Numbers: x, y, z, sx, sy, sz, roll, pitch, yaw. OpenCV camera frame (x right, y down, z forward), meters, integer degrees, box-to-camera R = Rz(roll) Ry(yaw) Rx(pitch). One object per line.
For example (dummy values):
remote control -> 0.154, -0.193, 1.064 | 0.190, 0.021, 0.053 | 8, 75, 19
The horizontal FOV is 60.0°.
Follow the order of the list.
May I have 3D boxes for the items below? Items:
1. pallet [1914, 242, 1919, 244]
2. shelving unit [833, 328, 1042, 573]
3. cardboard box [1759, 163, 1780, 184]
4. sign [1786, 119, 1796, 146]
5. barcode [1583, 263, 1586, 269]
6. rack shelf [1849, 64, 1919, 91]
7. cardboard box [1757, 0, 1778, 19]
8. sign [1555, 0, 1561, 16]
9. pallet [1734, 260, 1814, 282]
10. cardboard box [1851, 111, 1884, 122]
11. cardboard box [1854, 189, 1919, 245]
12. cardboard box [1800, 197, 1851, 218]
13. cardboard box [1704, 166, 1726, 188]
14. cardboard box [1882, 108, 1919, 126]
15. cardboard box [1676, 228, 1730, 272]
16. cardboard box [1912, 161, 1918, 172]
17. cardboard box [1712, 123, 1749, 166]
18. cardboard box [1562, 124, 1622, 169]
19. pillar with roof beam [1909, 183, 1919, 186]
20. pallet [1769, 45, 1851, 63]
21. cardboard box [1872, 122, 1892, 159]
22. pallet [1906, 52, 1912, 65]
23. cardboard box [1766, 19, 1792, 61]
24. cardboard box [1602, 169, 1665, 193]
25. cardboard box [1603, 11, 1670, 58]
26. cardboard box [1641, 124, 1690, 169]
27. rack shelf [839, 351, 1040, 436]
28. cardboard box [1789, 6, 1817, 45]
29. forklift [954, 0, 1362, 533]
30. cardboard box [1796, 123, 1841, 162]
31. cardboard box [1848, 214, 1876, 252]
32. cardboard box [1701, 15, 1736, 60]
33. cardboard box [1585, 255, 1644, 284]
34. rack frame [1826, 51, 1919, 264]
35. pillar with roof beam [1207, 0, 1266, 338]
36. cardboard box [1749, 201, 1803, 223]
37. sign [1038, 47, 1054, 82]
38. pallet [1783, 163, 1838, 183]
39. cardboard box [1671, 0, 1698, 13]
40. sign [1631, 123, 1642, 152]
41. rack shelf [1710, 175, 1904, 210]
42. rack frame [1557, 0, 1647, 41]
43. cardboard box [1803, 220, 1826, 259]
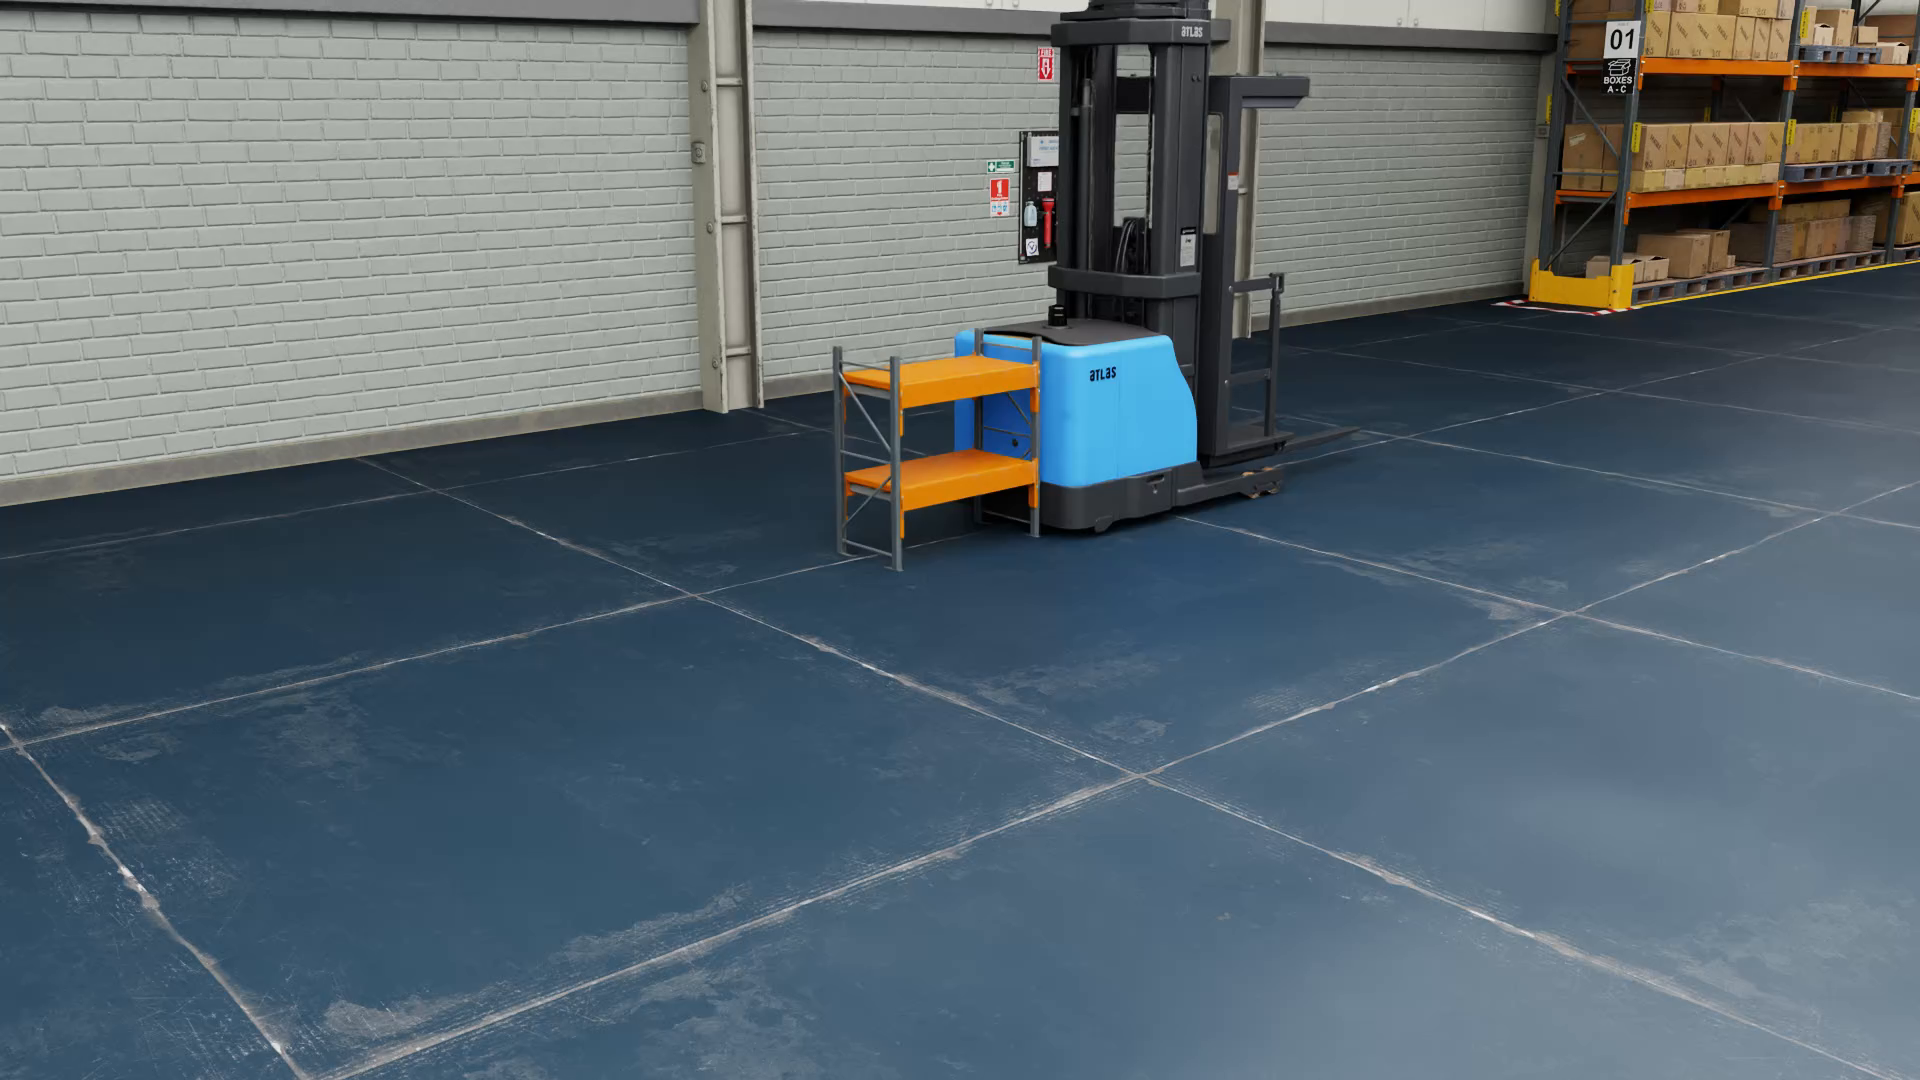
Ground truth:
pallet -> 14.892, -4.577, 25.976 | 1.213, 0.211, 1.003 | -13, 19, -39
shelving unit -> -0.111, -0.513, 8.992 | 1.048, 1.125, 0.538 | -13, 20, -41
cardboard box -> 10.152, -4.720, 21.360 | 0.500, 0.250, 0.500 | -13, 19, -39
sign -> 10.672, -5.236, 21.362 | 0.005, 0.325, 0.100 | -13, 19, -39
barcode -> 7.625, -3.343, 20.293 | 0.075, 0.075, 0.001 | -13, 19, -39
rack shelf -> 14.836, -7.040, 25.375 | 4.000, 0.370, 1.077 | -13, 19, -39
cardboard box -> 9.701, -6.679, 20.460 | 0.500, 0.500, 0.500 | -11, 19, -36
sign -> 6.943, -6.233, 19.243 | 0.005, 0.325, 0.100 | -13, 19, -39
pallet -> 10.897, -3.707, 22.719 | 1.213, 0.211, 1.003 | -13, 19, -39
cardboard box -> 13.087, -6.110, 24.007 | 0.380, 0.149, 0.250 | 13, 20, 40
cardboard box -> 13.969, -4.863, 24.995 | 0.750, 0.750, 0.750 | -13, 20, -40
cardboard box -> 12.348, -4.750, 23.760 | 0.500, 0.250, 0.500 | -12, 19, -38
cardboard box -> 9.023, -4.464, 20.400 | 0.500, 0.250, 0.500 | -12, 19, -39
cardboard box -> 13.861, -6.195, 24.369 | 0.500, 0.250, 0.500 | -12, 19, -38
cardboard box -> 9.553, -3.743, 21.443 | 0.500, 0.500, 0.500 | 14, 21, 43
cardboard box -> 13.924, -5.540, 24.624 | 0.250, 0.149, 0.380 | -12, 19, -39
cardboard box -> 9.397, -4.912, 20.627 | 0.500, 0.500, 0.500 | -13, 20, -41
cardboard box -> 7.509, -4.665, 19.701 | 0.500, 0.500, 0.500 | -13, 20, -40
pillar with roof beam -> 19.131, -8.624, 24.100 | 0.400, 9.000, 9.100 | -13, 19, -39
pallet -> 10.846, -6.364, 21.815 | 1.003, 0.211, 1.213 | -13, 19, -39
cardboard box -> 12.980, -5.779, 24.026 | 0.700, 0.500, 0.500 | 13, 20, 40
pallet -> 13.779, -7.077, 24.485 | 1.003, 0.211, 1.213 | -12, 19, -37
cardboard box -> 10.090, -6.295, 20.960 | 0.500, 0.500, 0.500 | -12, 19, -38
cardboard box -> 7.869, -4.202, 19.422 | 0.500, 0.250, 0.500 | -13, 20, -41
cardboard box -> 7.709, -5.760, 18.955 | 0.500, 0.500, 0.500 | -12, 19, -38
cardboard box -> 8.230, -4.648, 19.637 | 0.500, 0.500, 0.500 | -13, 19, -39
rack shelf -> -0.111, -0.796, 8.916 | 1.000, 0.278, 0.538 | -13, 20, -41
cardboard box -> 10.775, -6.699, 21.698 | 0.500, 0.500, 0.500 | -9, 18, -32
forklift -> 1.376, -1.756, 10.145 | 3.031, 2.935, 1.130 | -13, 20, -41
cardboard box -> 11.619, -5.473, 22.882 | 0.500, 0.500, 0.700 | -10, 18, -32
cardboard box -> 12.819, -4.472, 24.172 | 0.500, 0.500, 0.700 | -12, 19, -39
cardboard box -> 8.917, -6.027, 19.957 | 0.500, 0.500, 0.500 | -11, 19, -36
cardboard box -> 7.874, -3.258, 19.991 | 0.500, 0.311, 0.500 | 13, 20, 41
rack frame -> 13.328, -5.600, 24.401 | 0.127, 3.000, 1.000 | -13, 19, -39
pillar with roof beam -> 5.553, -5.575, 12.685 | 0.400, 9.000, 9.100 | -13, 19, -39
cardboard box -> 11.185, -4.492, 22.794 | 0.500, 0.250, 0.500 | -13, 20, -41
sign -> 0.766, -4.242, 14.825 | 0.199, 0.298, 0.001 | -13, 19, -39
pallet -> 10.982, -4.930, 22.268 | 1.213, 0.211, 1.003 | -13, 19, -39
cardboard box -> 8.154, -6.328, 19.144 | 0.500, 0.500, 0.500 | -13, 20, -40
sign -> 7.649, -4.557, 18.820 | 0.005, 0.325, 0.100 | -13, 19, -39
rack shelf -> 11.819, -4.913, 23.225 | 4.000, 0.370, 1.077 | -13, 19, -39
rack frame -> 7.293, -7.143, 18.553 | 0.127, 3.000, 1.000 | -13, 19, -39
cardboard box -> 11.623, -4.231, 23.267 | 0.500, 0.500, 0.700 | -12, 19, -39
